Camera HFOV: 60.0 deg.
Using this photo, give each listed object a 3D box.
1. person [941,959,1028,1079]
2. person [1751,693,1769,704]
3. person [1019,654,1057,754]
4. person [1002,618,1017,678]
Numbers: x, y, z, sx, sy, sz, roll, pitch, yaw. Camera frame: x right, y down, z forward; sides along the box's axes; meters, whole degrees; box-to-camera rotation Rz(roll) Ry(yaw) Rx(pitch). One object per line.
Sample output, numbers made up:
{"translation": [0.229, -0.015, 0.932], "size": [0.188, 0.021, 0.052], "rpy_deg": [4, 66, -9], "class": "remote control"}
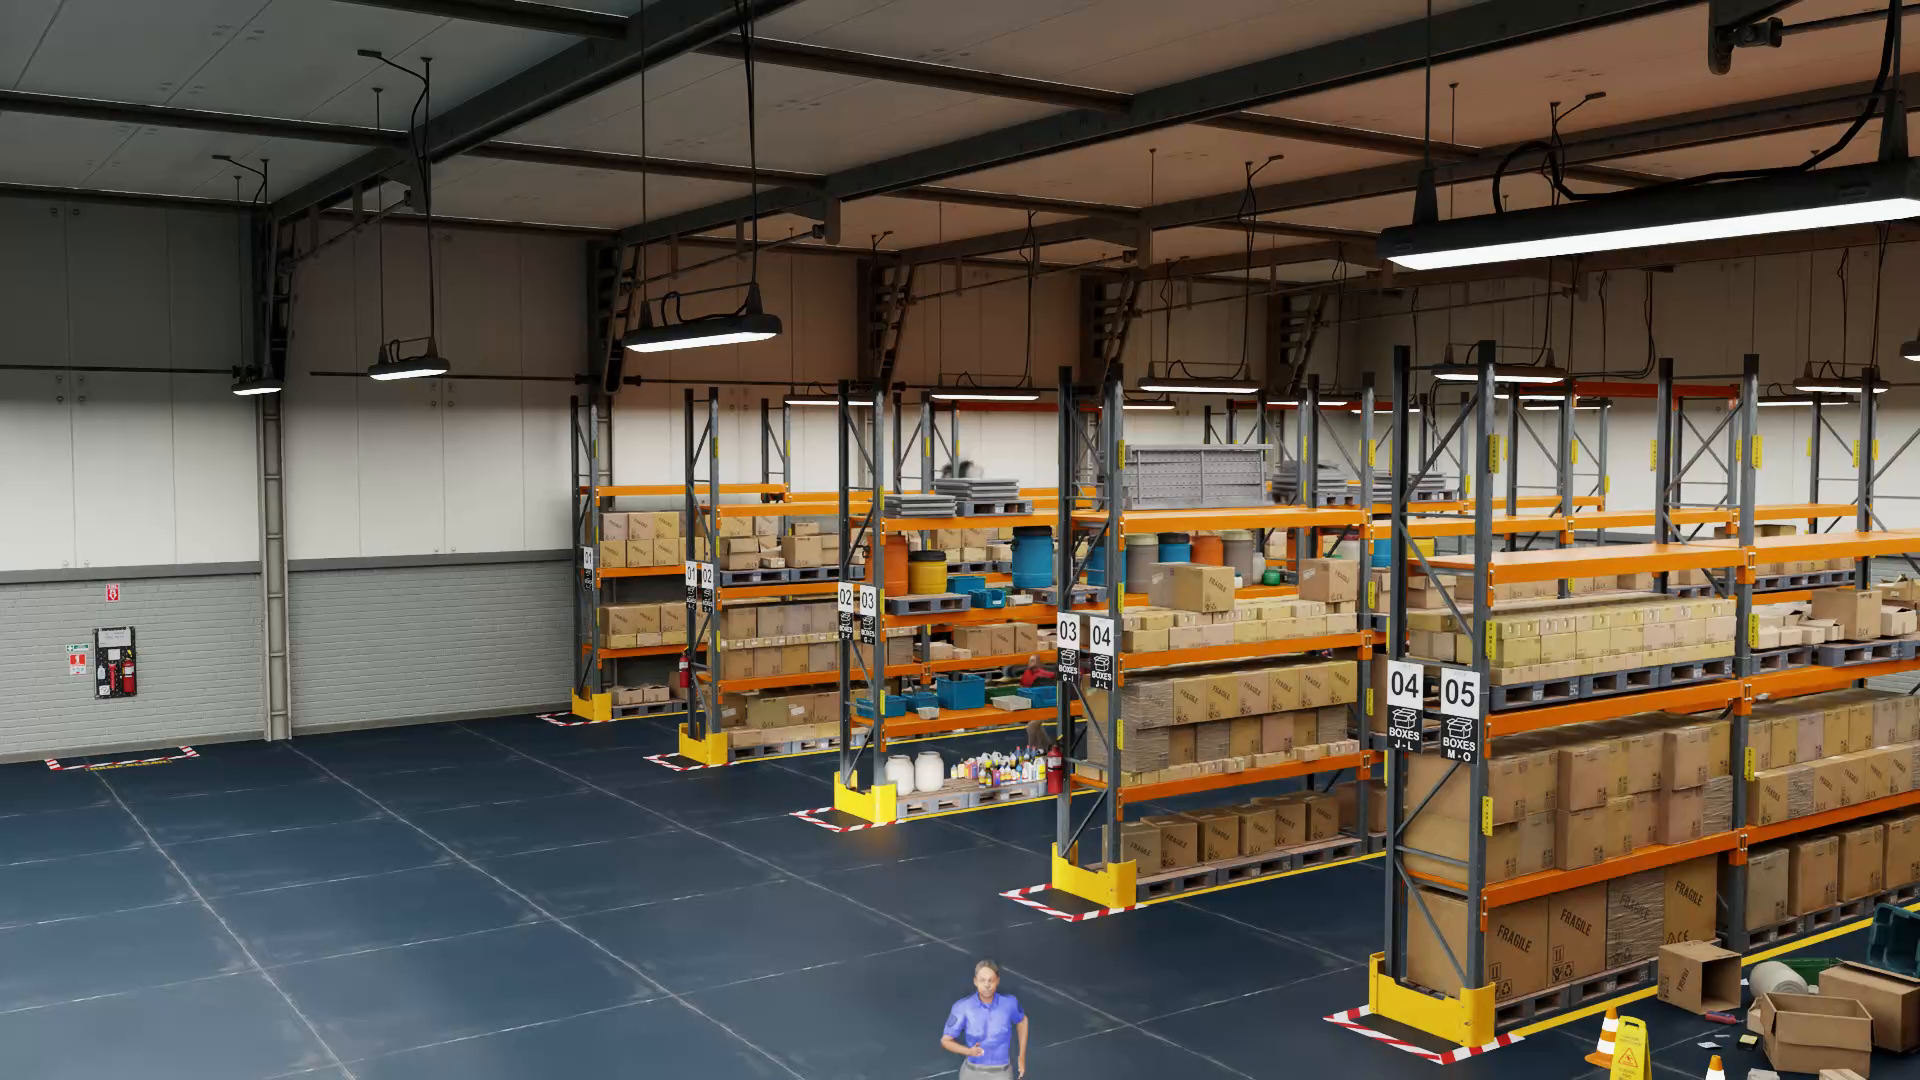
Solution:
{"translation": [0.172, 3.638, 11.217], "size": [0.609, 1.646, 0.906], "rpy_deg": [0, 3, -3], "class": "person"}
{"translation": [11.170, 2.947, 23.188], "size": [0.822, 1.724, 0.571], "rpy_deg": [-3, 4, -39], "class": "person"}
{"translation": [1.218, 2.681, 26.521], "size": [0.832, 1.747, 0.652], "rpy_deg": [-3, 4, -37], "class": "person"}
{"translation": [0.936, 2.290, 32.431], "size": [0.951, 1.763, 0.694], "rpy_deg": [-3, 4, -38], "class": "person"}
